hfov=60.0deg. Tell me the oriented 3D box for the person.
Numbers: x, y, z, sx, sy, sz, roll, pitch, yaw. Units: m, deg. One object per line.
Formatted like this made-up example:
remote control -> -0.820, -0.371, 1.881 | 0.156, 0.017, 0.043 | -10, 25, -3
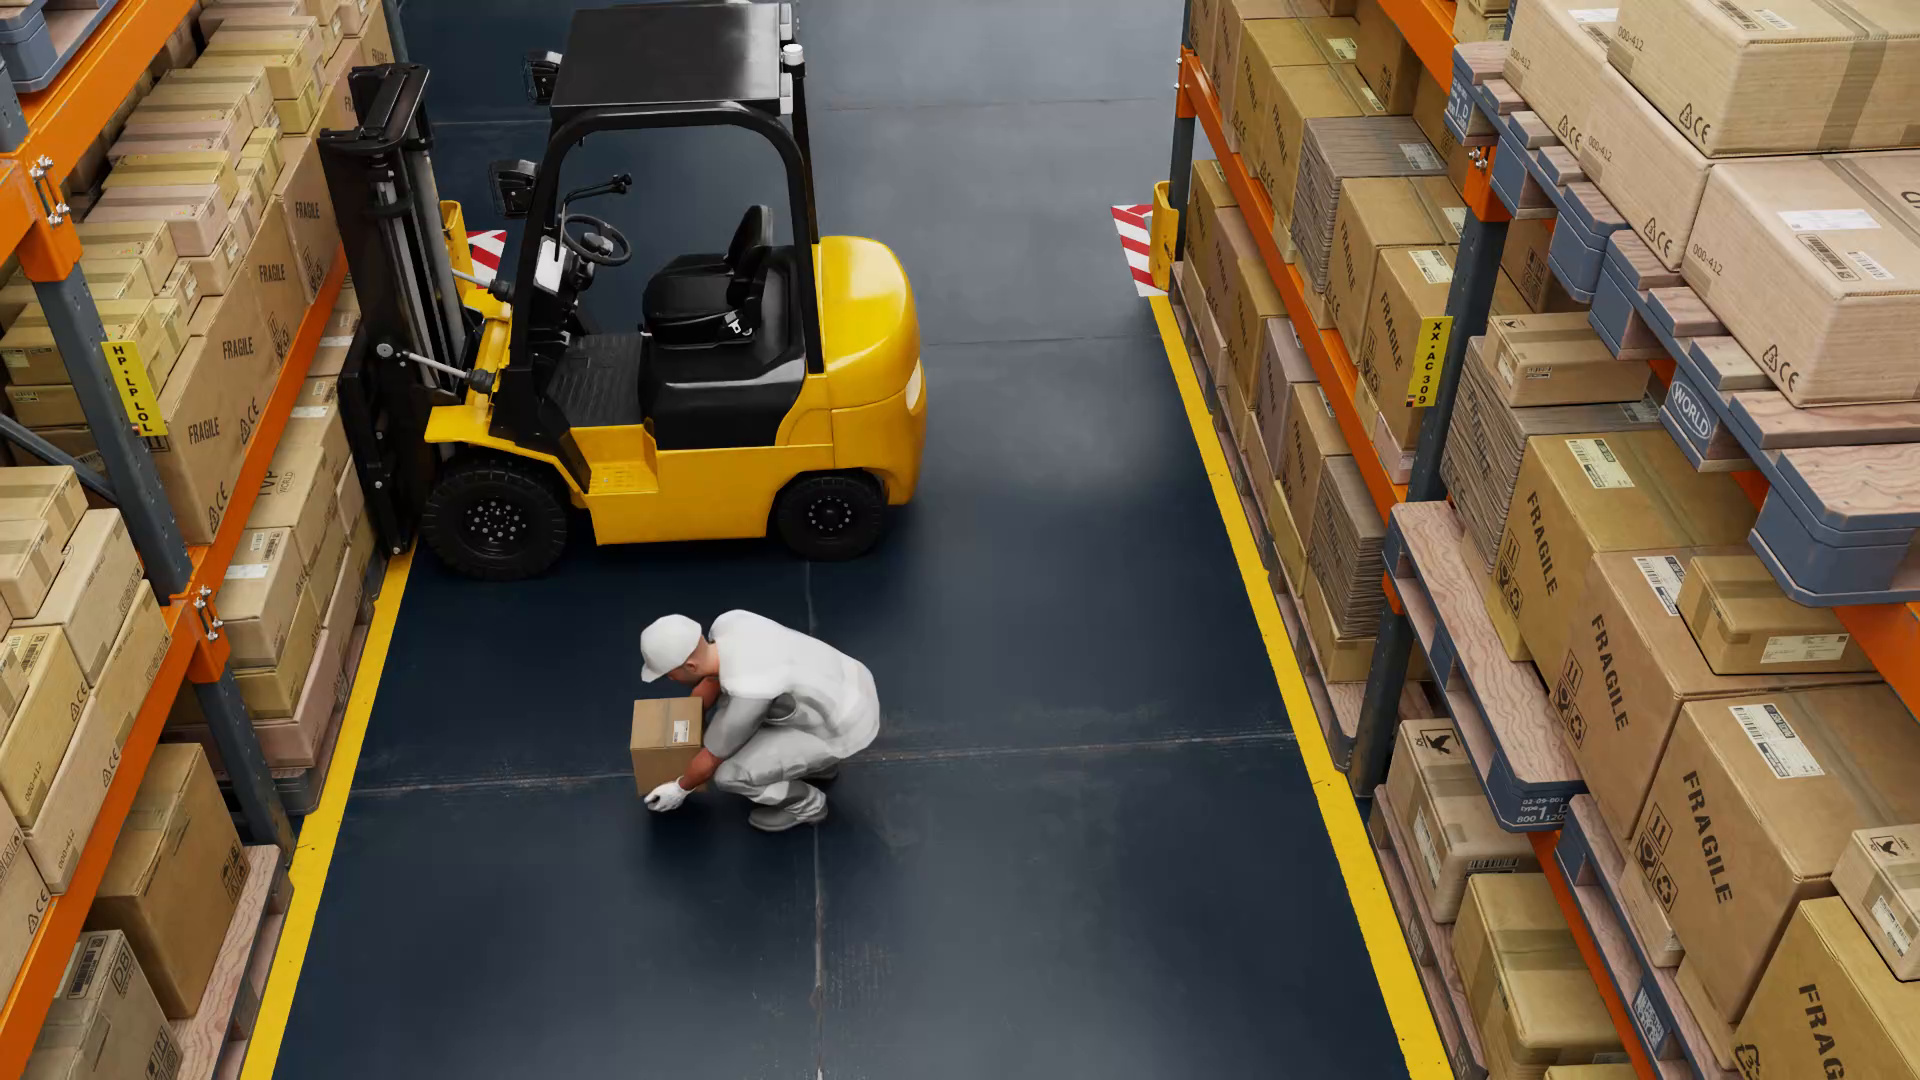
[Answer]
person -> -0.728, 0.618, 6.009 | 0.875, 0.991, 0.569 | -3, 39, -4
